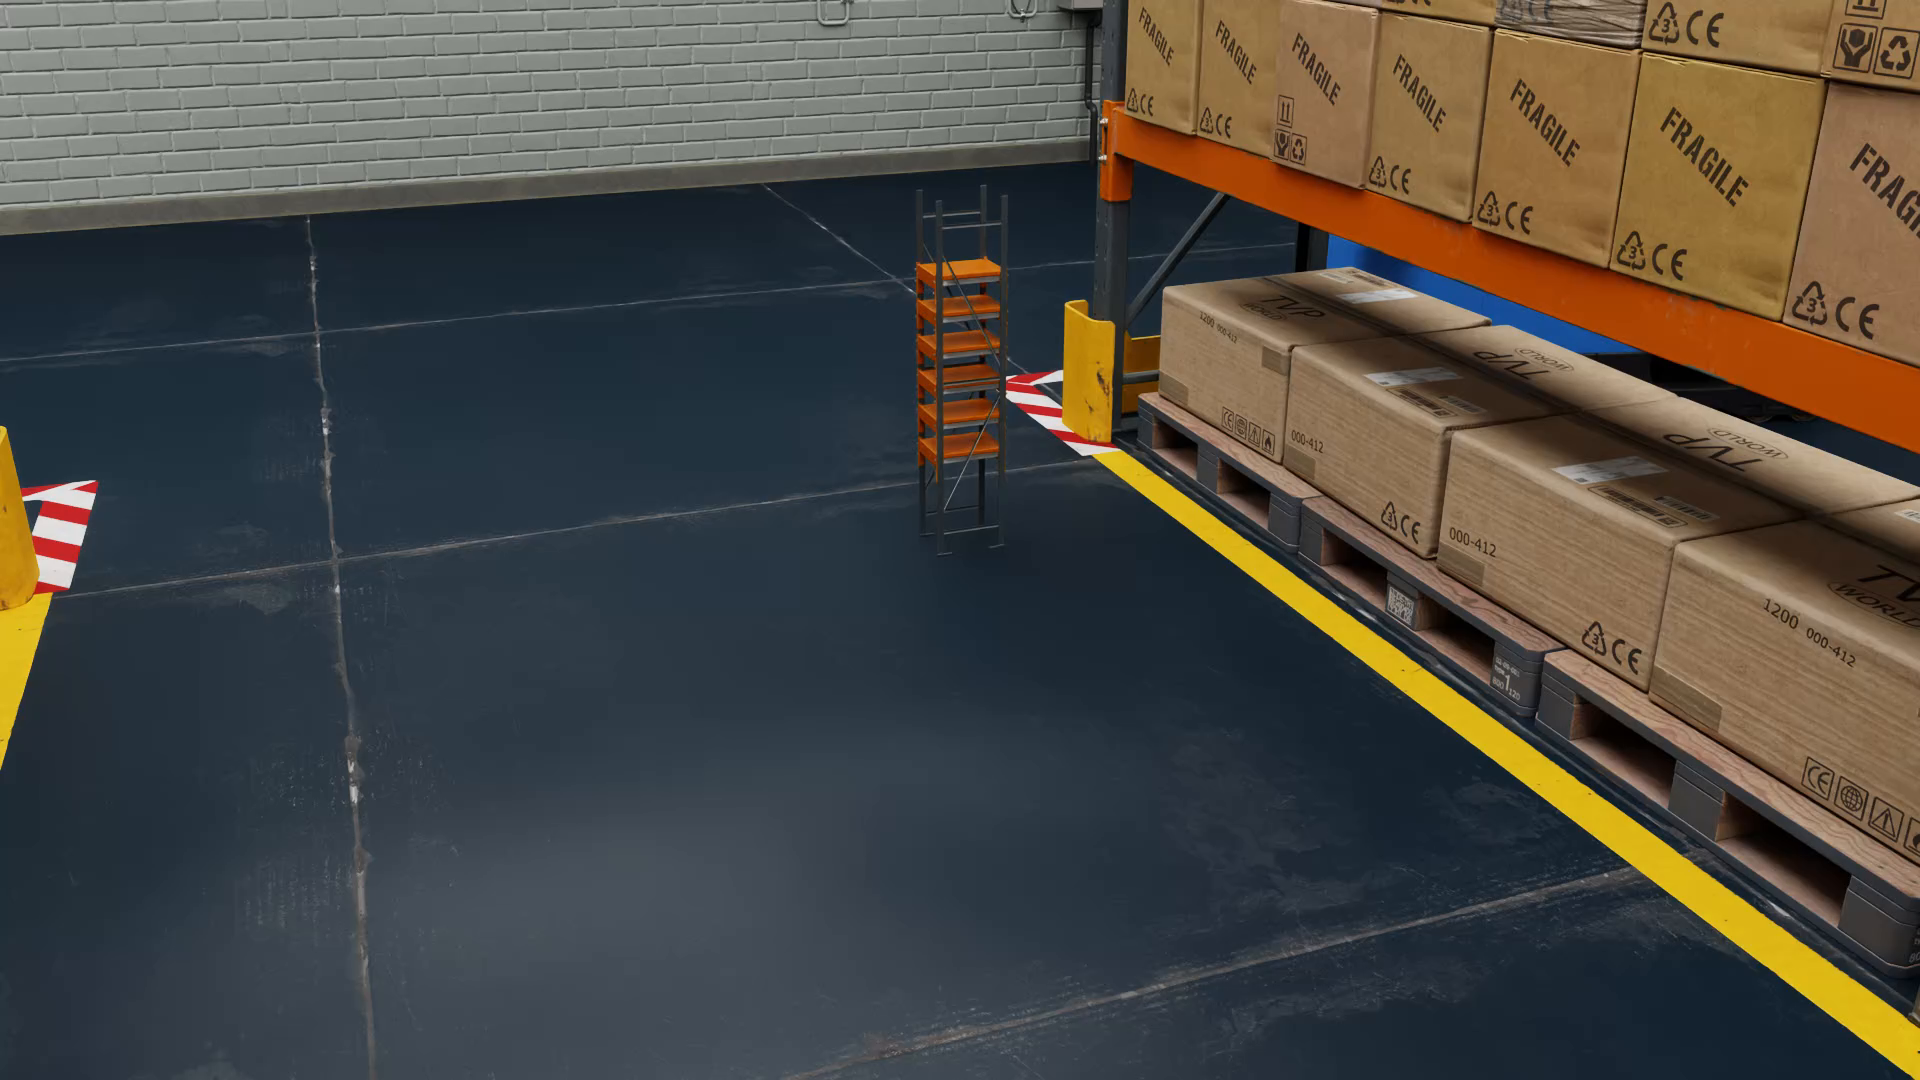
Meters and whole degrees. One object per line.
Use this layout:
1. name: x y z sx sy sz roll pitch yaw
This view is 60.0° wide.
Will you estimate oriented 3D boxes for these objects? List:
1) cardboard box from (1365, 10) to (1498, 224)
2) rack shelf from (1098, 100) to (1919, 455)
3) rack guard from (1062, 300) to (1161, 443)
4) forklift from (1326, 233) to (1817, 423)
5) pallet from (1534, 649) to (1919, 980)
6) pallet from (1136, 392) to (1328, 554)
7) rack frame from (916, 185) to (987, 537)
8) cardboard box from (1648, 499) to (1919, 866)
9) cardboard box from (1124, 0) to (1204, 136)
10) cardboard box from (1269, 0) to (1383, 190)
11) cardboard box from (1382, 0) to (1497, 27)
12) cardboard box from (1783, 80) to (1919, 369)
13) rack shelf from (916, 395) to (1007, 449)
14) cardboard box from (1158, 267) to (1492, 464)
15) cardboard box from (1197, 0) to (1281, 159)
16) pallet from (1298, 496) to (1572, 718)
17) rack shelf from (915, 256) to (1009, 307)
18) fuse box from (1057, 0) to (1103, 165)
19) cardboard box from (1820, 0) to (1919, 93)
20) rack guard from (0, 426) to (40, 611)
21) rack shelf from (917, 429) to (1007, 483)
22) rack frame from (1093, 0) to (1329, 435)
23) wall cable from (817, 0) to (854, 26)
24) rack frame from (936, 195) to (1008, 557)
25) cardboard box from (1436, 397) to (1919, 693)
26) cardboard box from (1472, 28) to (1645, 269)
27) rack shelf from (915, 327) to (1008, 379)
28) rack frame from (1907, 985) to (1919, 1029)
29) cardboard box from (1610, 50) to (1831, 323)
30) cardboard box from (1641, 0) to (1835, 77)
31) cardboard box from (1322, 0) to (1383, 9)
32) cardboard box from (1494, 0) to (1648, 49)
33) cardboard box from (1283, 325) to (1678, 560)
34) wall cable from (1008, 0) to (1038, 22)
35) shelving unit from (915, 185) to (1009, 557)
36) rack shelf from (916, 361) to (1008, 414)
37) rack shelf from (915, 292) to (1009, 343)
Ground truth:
1. cardboard box: 1.482 -1.182 4.563 0.500 0.500 0.500 -8 24 -17
2. rack shelf: 1.728 -0.838 4.803 1.077 0.370 4.000 -8 24 -19
3. rack guard: 1.013 -0.753 6.894 1.175 0.500 0.348 -8 24 -19
4. forklift: 3.182 -2.039 6.815 3.031 2.935 1.130 -2 23 -4
5. pallet: 2.239 0.555 4.162 1.003 0.211 1.213 -8 24 -19
6. pallet: 1.377 -0.332 6.266 1.003 0.211 1.213 -8 24 -19
7. rack frame: -0.027 -0.581 5.583 0.240 1.200 0.006 -8 24 -19
8. cardboard box: 2.313 0.301 3.932 0.875 0.438 0.875 -9 24 -20
9. cardboard box: 0.922 -1.729 5.861 0.500 0.500 0.500 -9 24 -19
10. cardboard box: 1.290 -1.362 4.990 0.500 0.500 0.500 -8 24 -19
11. cardboard box: 1.480 -1.636 4.354 0.500 0.500 0.500 -8 24 -19
12. cardboard box: 2.031 -0.623 3.237 0.500 0.500 0.500 -8 24 -19
13. rack shelf: 0.005 -0.396 5.568 0.258 0.103 0.180 -8 24 -19
14. cardboard box: 1.348 -0.683 6.267 0.875 0.438 0.875 -9 25 -21
15. cardboard box: 1.127 -1.549 5.434 0.500 0.500 0.500 -9 24 -20
16. pallet: 1.804 0.111 5.216 1.003 0.211 1.213 -8 24 -19
17. rack shelf: 0.005 -0.838 5.382 0.258 0.103 0.180 -8 24 -19
18. fuse box: 1.024 -3.584 12.050 0.539 1.711 0.414 -8 24 -19
19. cardboard box: 2.009 -1.084 3.043 0.500 0.500 0.500 -9 24 -19
20. rack guard: -3.547 -0.001 5.109 1.175 0.500 0.348 -8 24 -19
21. rack shelf: 0.005 -0.286 5.615 0.258 0.103 0.180 -8 24 -19
22. rack frame: 1.021 -1.897 6.388 1.000 3.000 0.127 -8 24 -19
23. wall cable: -0.993 -4.425 11.038 0.585 1.953 0.123 -8 24 -19
24. rack frame: 0.037 -0.514 5.426 0.240 1.200 0.006 -8 24 -19
25. cardboard box: 1.996 -0.024 4.703 0.875 0.438 0.875 -9 25 -21
26. cardboard box: 1.653 -0.990 4.107 0.500 0.500 0.500 -9 24 -20
27. rack shelf: 0.005 -0.617 5.475 0.258 0.103 0.180 -8 24 -19
28. rack frame: 2.434 -0.443 2.939 1.000 3.000 0.127 -8 24 -19
29. cardboard box: 1.844 -0.809 3.678 0.500 0.500 0.500 -9 24 -20
30. cardboard box: 1.838 -1.269 3.483 0.500 0.500 0.500 -9 24 -20
31. cardboard box: 1.302 -1.817 4.783 0.500 0.500 0.500 -9 24 -19
32. cardboard box: 1.649 -1.453 3.919 0.500 0.500 0.500 -8 24 -18
33. cardboard box: 1.679 -0.352 5.481 0.875 0.438 0.875 -8 24 -18
34. wall cable: 0.330 -4.609 11.516 0.588 1.984 0.122 -8 24 -19
35. shelving unit: 0.005 -0.548 5.504 0.258 1.200 0.189 -8 24 -19
36. rack shelf: 0.005 -0.507 5.522 0.258 0.103 0.180 -8 24 -19
37. rack shelf: 0.005 -0.728 5.429 0.258 0.103 0.180 -8 24 -19
